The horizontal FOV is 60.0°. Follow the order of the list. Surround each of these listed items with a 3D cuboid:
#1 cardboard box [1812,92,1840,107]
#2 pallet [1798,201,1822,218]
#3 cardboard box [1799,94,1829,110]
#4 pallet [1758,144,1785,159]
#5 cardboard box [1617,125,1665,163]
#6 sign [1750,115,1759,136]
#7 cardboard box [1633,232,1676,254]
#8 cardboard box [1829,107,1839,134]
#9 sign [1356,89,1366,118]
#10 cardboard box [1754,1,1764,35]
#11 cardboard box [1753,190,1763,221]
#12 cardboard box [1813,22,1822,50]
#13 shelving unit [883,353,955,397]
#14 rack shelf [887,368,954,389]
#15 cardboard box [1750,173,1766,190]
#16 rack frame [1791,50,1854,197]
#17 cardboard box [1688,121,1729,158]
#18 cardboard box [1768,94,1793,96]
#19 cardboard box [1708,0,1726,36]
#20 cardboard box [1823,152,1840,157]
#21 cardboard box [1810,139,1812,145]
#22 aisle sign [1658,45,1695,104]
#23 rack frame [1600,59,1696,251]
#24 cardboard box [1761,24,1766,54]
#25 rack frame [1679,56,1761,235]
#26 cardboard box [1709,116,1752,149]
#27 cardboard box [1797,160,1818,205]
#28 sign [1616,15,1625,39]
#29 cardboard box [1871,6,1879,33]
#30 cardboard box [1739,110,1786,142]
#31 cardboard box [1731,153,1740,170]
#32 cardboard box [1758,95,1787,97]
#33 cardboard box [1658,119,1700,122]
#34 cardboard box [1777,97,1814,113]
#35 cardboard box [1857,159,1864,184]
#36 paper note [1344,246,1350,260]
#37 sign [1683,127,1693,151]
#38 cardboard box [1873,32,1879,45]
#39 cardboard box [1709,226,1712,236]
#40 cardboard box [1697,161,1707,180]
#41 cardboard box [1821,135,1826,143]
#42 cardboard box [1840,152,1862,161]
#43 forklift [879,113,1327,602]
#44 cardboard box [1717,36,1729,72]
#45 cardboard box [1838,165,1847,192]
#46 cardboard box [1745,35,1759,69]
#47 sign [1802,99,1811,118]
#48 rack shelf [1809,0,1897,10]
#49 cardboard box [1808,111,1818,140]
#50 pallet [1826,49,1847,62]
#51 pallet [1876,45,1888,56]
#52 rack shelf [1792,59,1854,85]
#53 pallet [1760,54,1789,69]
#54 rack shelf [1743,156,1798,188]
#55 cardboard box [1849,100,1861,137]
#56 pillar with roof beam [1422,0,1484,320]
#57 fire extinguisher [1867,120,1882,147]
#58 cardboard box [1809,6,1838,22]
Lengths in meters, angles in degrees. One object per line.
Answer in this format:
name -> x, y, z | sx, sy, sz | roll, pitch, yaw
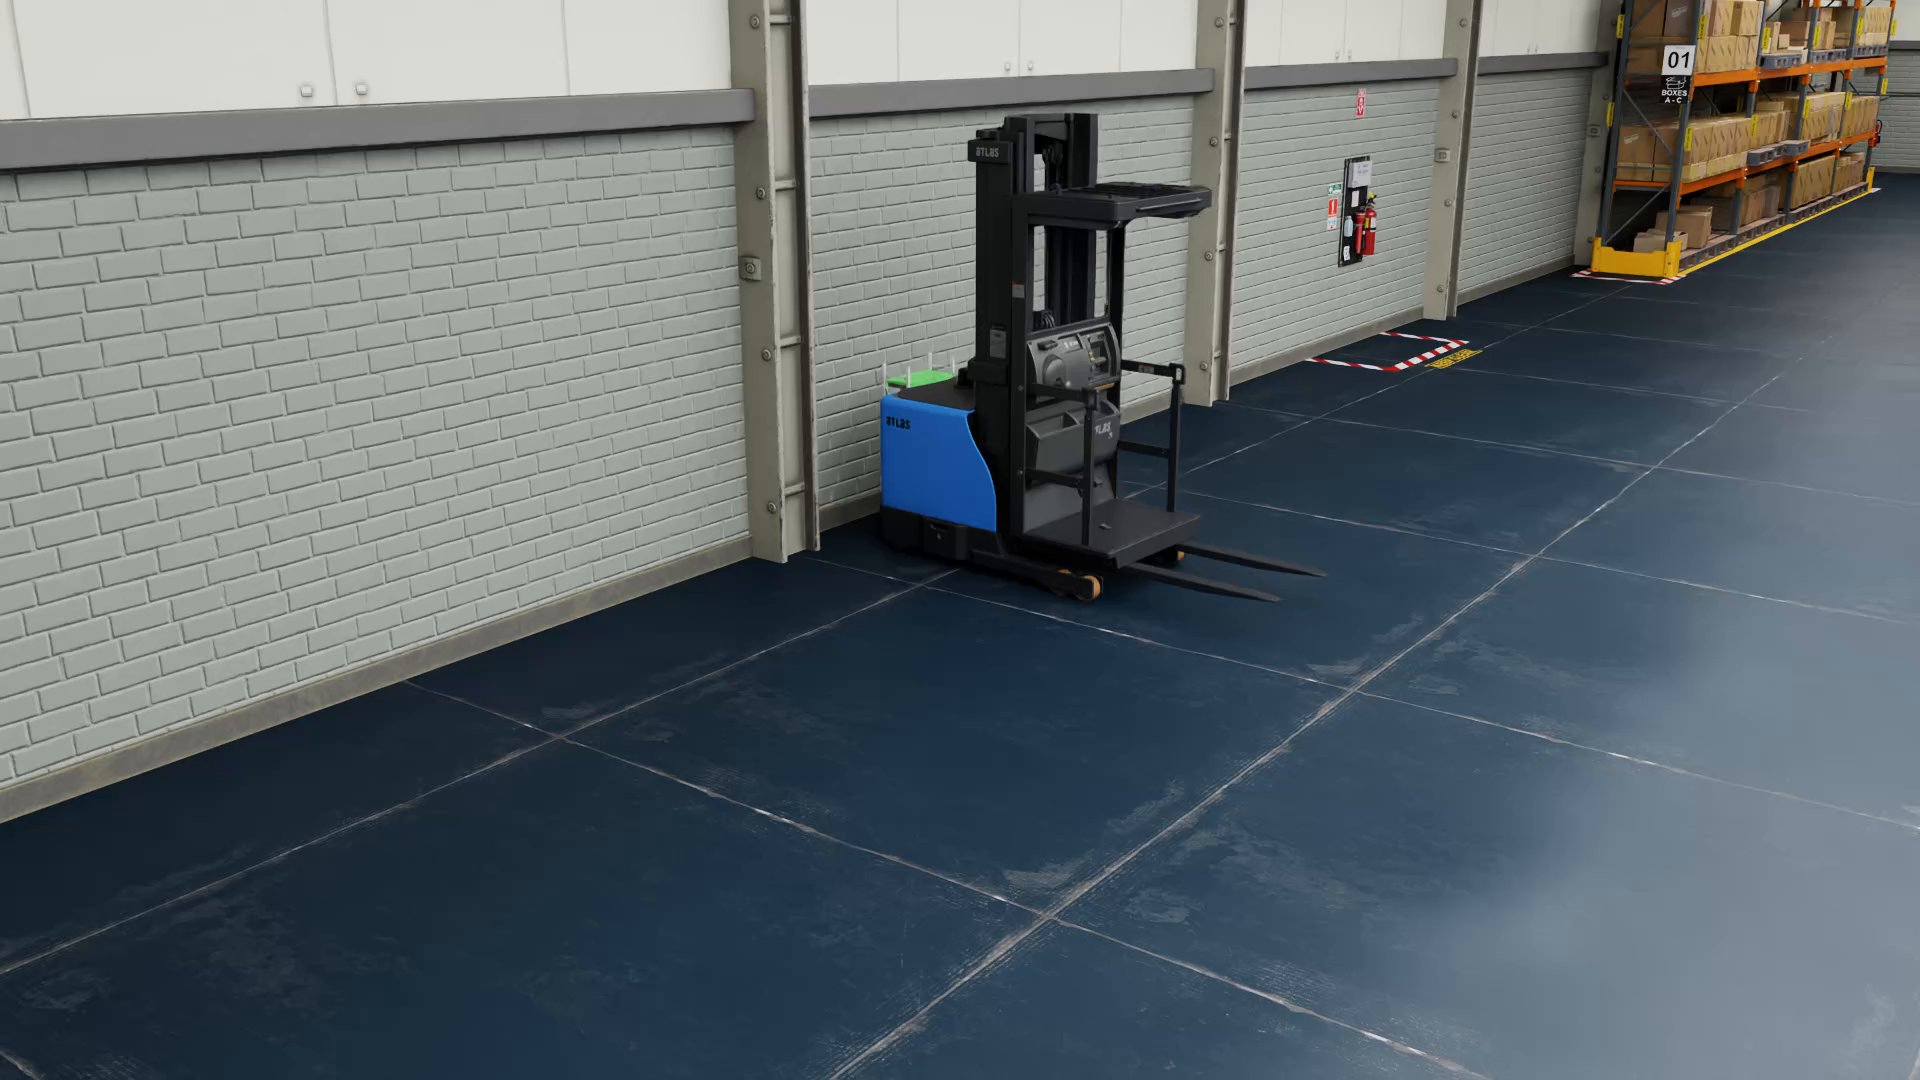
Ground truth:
cardboard box -> 16.561, -8.455, 31.943 | 0.500, 0.250, 0.500 | 13, 21, 36
pallet -> 15.821, -6.353, 31.846 | 1.003, 0.211, 1.213 | 12, 21, 35
cardboard box -> 15.954, -8.212, 31.161 | 0.500, 0.250, 0.500 | 12, 21, 34
pallet -> 13.417, -6.651, 28.426 | 1.003, 0.211, 1.213 | 12, 21, 35
cardboard box -> 9.907, -5.762, 24.194 | 0.500, 0.500, 0.500 | 12, 21, 34
sign -> 12.620, -6.588, 26.440 | 0.100, 0.325, 0.005 | 12, 21, 35
cardboard box -> 10.281, -4.391, 24.616 | 0.500, 0.311, 0.500 | 10, 20, 29
cardboard box -> 16.578, -8.095, 32.051 | 0.500, 0.500, 0.500 | 13, 21, 35
sign -> 4.356, -4.747, 18.064 | 0.001, 0.298, 0.199 | 12, 21, 35
cardboard box -> 12.099, -8.068, 25.722 | 0.500, 0.500, 0.500 | 10, 20, 30
cardboard box -> 13.503, -5.831, 28.936 | 0.700, 0.500, 0.500 | 12, 21, 34
cardboard box -> 15.420, -9.302, 30.672 | 0.700, 0.500, 0.500 | 14, 22, 37
shelving unit -> -0.291, -0.707, 11.998 | 0.258, 1.200, 0.503 | 14, 22, 37
rack shelf -> -0.291, -1.105, 11.875 | 0.258, 0.148, 0.480 | 14, 22, 37
cardboard box -> 13.786, -6.290, 29.150 | 0.500, 0.250, 0.500 | 13, 21, 36
rack frame -> 16.947, -8.174, 33.007 | 1.000, 3.000, 0.127 | 12, 21, 35
cardboard box -> 11.236, -6.035, 25.075 | 0.500, 0.500, 0.500 | 13, 22, 36
cardboard box -> 15.245, -8.177, 31.048 | 0.500, 0.250, 0.500 | 12, 21, 33
cardboard box -> 10.561, -7.442, 23.706 | 0.500, 0.500, 0.500 | 12, 21, 34
cardboard box -> 18.456, -8.143, 35.322 | 0.380, 0.149, 0.250 | 13, 21, 35
cardboard box -> 15.690, -7.459, 31.097 | 0.380, 0.149, 0.250 | 13, 21, 36
aisle sign -> 9.995, -6.487, 23.192 | 0.394, 0.787, 0.004 | 12, 21, 35
rack frame -> 9.797, -5.316, 23.803 | 1.000, 3.000, 0.127 | 12, 21, 35
cardboard box -> 12.570, -8.065, 26.723 | 0.500, 0.500, 0.500 | 16, 24, 42
rack frame -> 12.180, -6.268, 26.871 | 1.000, 3.000, 0.127 | 12, 21, 35
cardboard box -> 12.511, -6.641, 27.162 | 0.700, 0.500, 0.500 | 12, 21, 35
cardboard box -> 15.634, -6.754, 31.353 | 0.750, 0.750, 0.750 | 12, 21, 34
sign -> 9.363, -7.274, 23.558 | 0.100, 0.325, 0.005 | 12, 21, 35
cardboard box -> 18.188, -10.503, 33.563 | 0.500, 0.500, 0.500 | 13, 21, 35
cardboard box -> 13.980, -7.227, 29.049 | 0.700, 0.500, 0.500 | 10, 20, 30
cardboard box -> 11.838, -5.923, 25.977 | 0.500, 0.250, 0.500 | 13, 21, 35
cardboard box -> 14.937, -8.055, 30.657 | 0.500, 0.250, 0.500 | 12, 21, 33
cardboard box -> 11.120, -6.249, 25.764 | 0.500, 0.500, 0.500 | 13, 22, 36
cardboard box -> 15.058, -7.848, 29.989 | 0.500, 0.250, 0.500 | 13, 22, 36
cardboard box -> 18.993, -7.949, 35.789 | 0.700, 0.500, 0.500 | 12, 21, 35
paper note -> 4.280, -3.174, 18.391 | 0.016, 0.148, 0.142 | 12, 21, 35
sign -> 10.233, -5.633, 23.366 | 0.100, 0.325, 0.005 | 12, 21, 35
cardboard box -> 18.491, -10.265, 34.061 | 0.500, 0.250, 0.500 | 12, 21, 33
cardboard box -> 11.885, -4.993, 26.799 | 0.380, 0.166, 0.250 | 9, 20, 28
cardboard box -> 10.640, -5.440, 24.422 | 0.500, 0.250, 0.500 | 12, 21, 33
cardboard box -> 16.342, -7.695, 31.855 | 0.380, 0.149, 0.250 | 12, 21, 35
cardboard box -> 18.911, -8.135, 35.295 | 0.380, 0.149, 0.250 | 13, 22, 36
forklift -> 0.902, -1.187, 10.625 | 3.031, 2.935, 1.130 | 14, 22, 37
cardboard box -> 10.852, -7.087, 24.247 | 0.500, 0.500, 0.500 | 14, 22, 37
cardboard box -> 17.777, -7.460, 34.214 | 0.700, 0.500, 0.500 | 12, 21, 34
cardboard box -> 12.076, -7.594, 25.879 | 0.500, 0.500, 0.500 | 13, 22, 36
sign -> 15.005, -7.643, 29.478 | 0.100, 0.325, 0.005 | 12, 21, 35
rack shelf -> 18.138, -10.981, 33.817 | 1.077, 0.370, 4.000 | 12, 21, 35
cardboard box -> 15.378, -7.614, 30.500 | 0.500, 0.500, 0.500 | 13, 22, 36
pallet -> 16.440, -9.288, 31.859 | 0.805, 0.209, 1.217 | 11, 21, 33
pallet -> 18.896, -10.338, 35.068 | 1.003, 0.211, 1.213 | 12, 21, 35
rack shelf -> 15.755, -8.786, 31.135 | 1.077, 0.370, 4.000 | 12, 21, 35
pallet -> 12.633, -7.739, 26.867 | 1.213, 0.211, 1.003 | 12, 21, 35
rack shelf -> 13.372, -6.401, 28.512 | 1.077, 0.370, 4.000 | 12, 21, 35
cardboard box -> 17.722, -8.616, 33.926 | 0.980, 0.700, 0.700 | 12, 21, 33
pillar with roof beam -> 9.401, -6.310, 16.891 | 9.100, 9.000, 0.400 | 12, 21, 35
fire extinguisher -> 19.791, -8.866, 35.995 | 0.296, 0.674, 0.183 | 12, 21, 35
cardboard box -> 17.176, -10.349, 33.064 | 0.500, 0.500, 0.500 | 12, 21, 34
